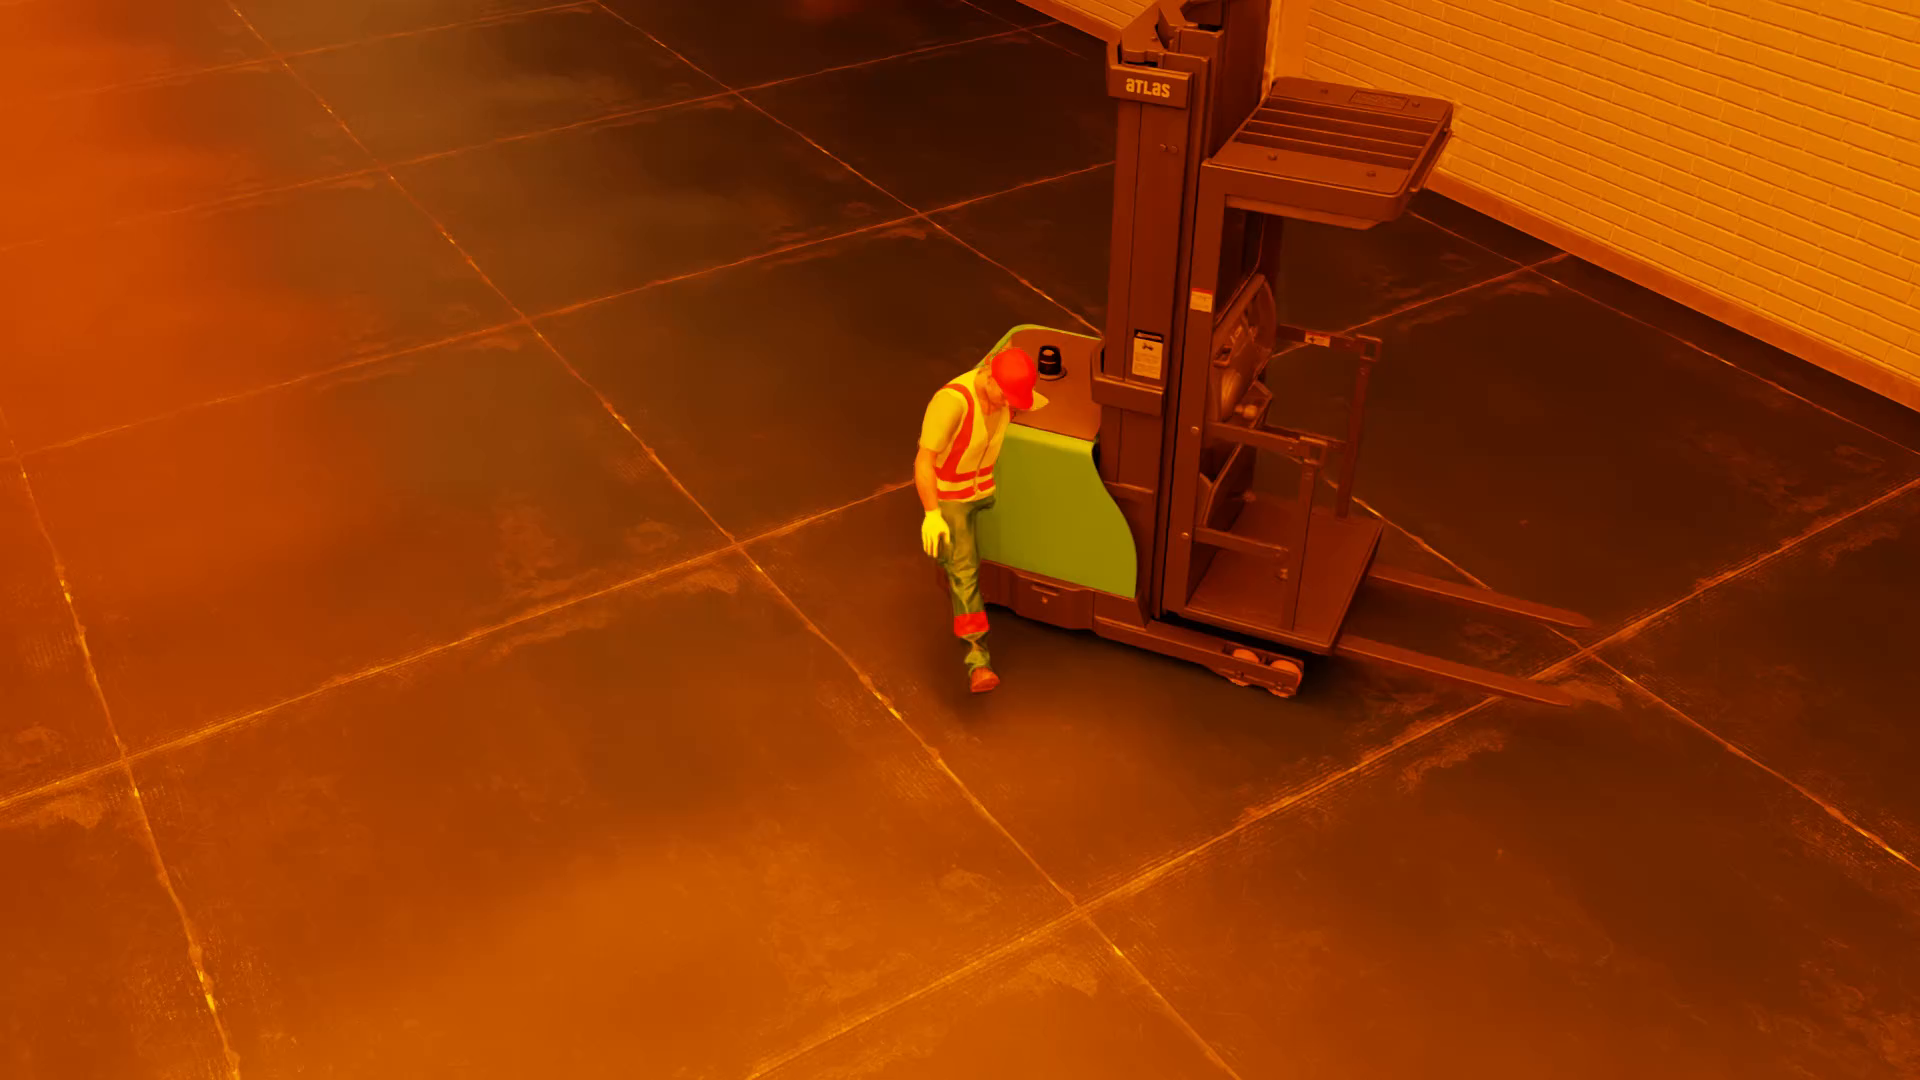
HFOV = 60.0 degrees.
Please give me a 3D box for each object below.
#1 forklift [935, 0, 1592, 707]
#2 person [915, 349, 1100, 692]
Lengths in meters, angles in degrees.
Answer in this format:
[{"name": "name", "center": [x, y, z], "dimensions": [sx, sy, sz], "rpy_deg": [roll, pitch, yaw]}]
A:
[{"name": "forklift", "center": [1.439, -0.827, 7.324], "dimensions": [3.031, 2.935, 1.130], "rpy_deg": [15, 38, 20]}, {"name": "person", "center": [0.293, -0.201, 7.660], "dimensions": [1.137, 1.451, 1.045], "rpy_deg": [-20, 40, -26]}]
